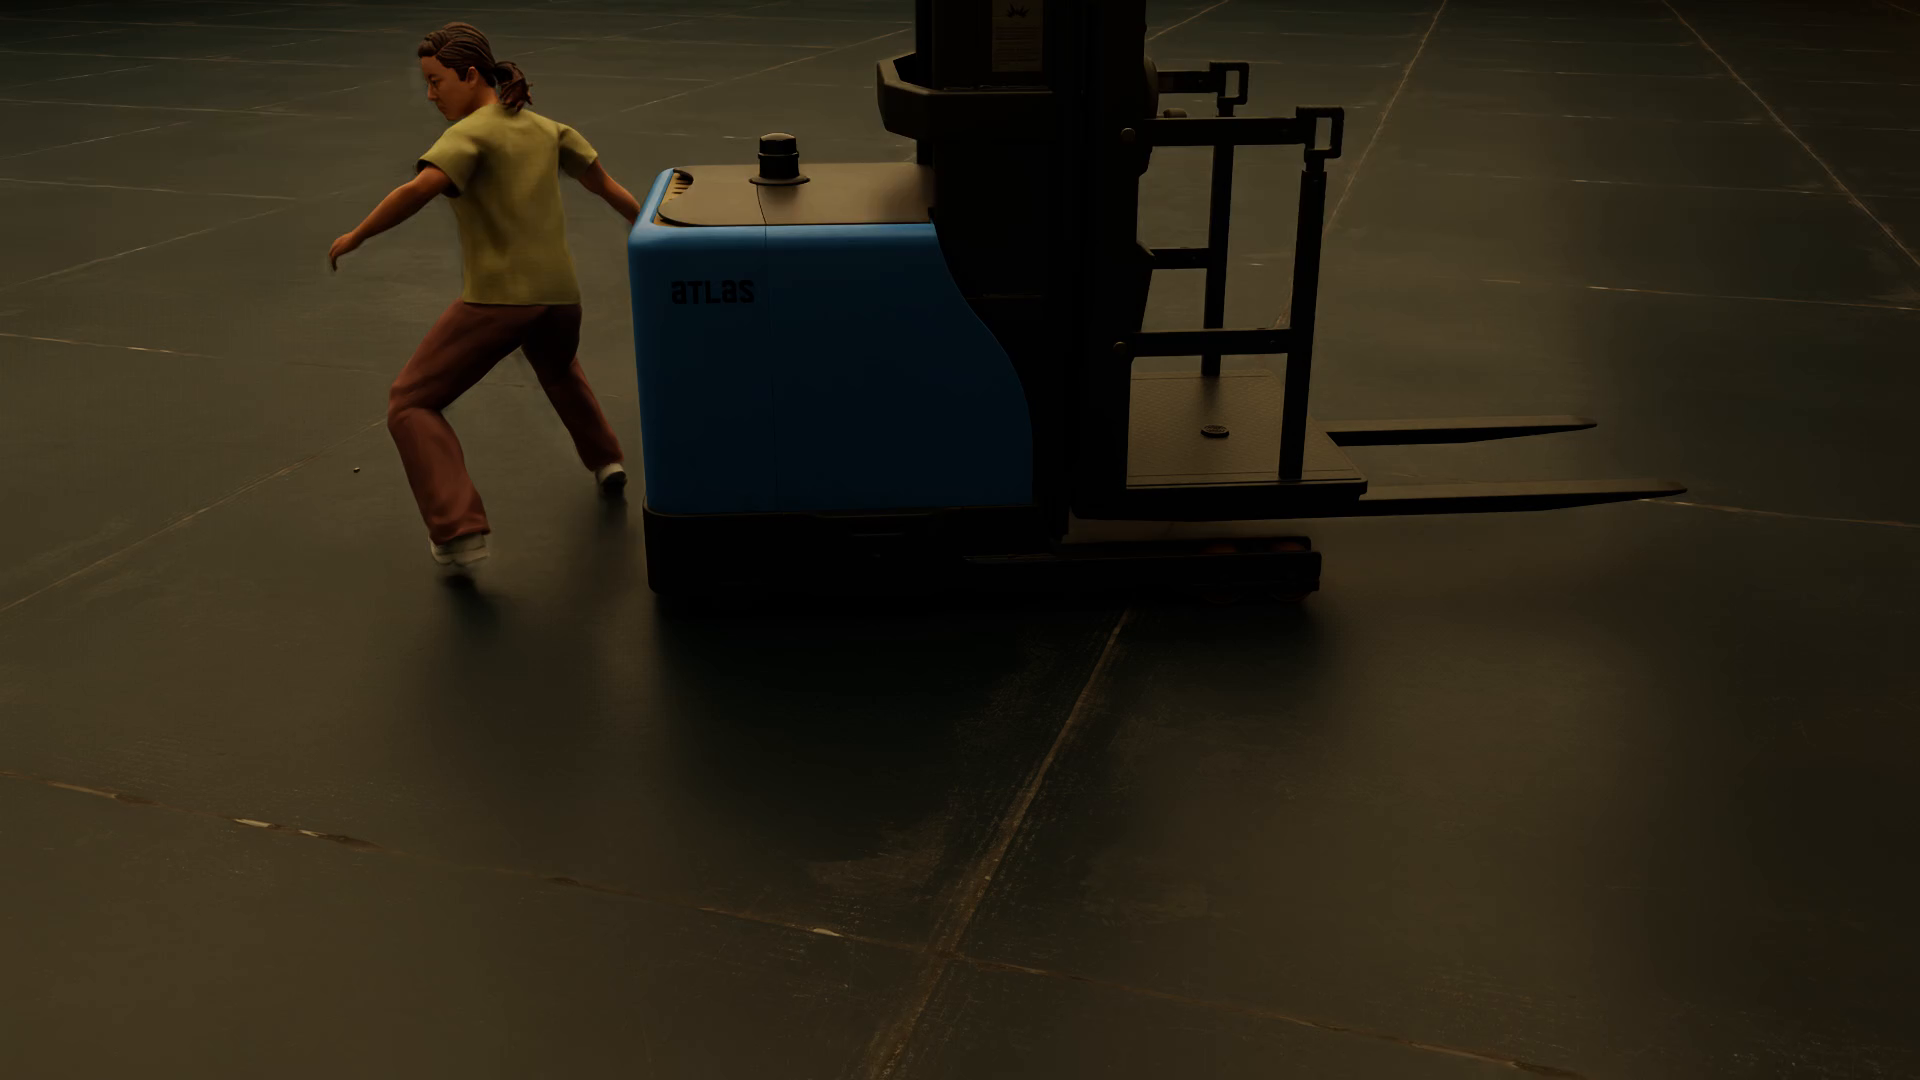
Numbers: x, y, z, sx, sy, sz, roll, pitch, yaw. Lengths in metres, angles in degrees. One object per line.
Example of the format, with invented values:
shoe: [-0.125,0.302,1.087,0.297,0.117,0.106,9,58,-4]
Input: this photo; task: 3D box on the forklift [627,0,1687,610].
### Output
forklift: [0.606,-1.374,4.608,3.031,2.935,1.130,-2,23,-4]

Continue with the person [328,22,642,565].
person: [-1.301,-0.698,4.954,0.521,1.615,1.010,15,27,32]
